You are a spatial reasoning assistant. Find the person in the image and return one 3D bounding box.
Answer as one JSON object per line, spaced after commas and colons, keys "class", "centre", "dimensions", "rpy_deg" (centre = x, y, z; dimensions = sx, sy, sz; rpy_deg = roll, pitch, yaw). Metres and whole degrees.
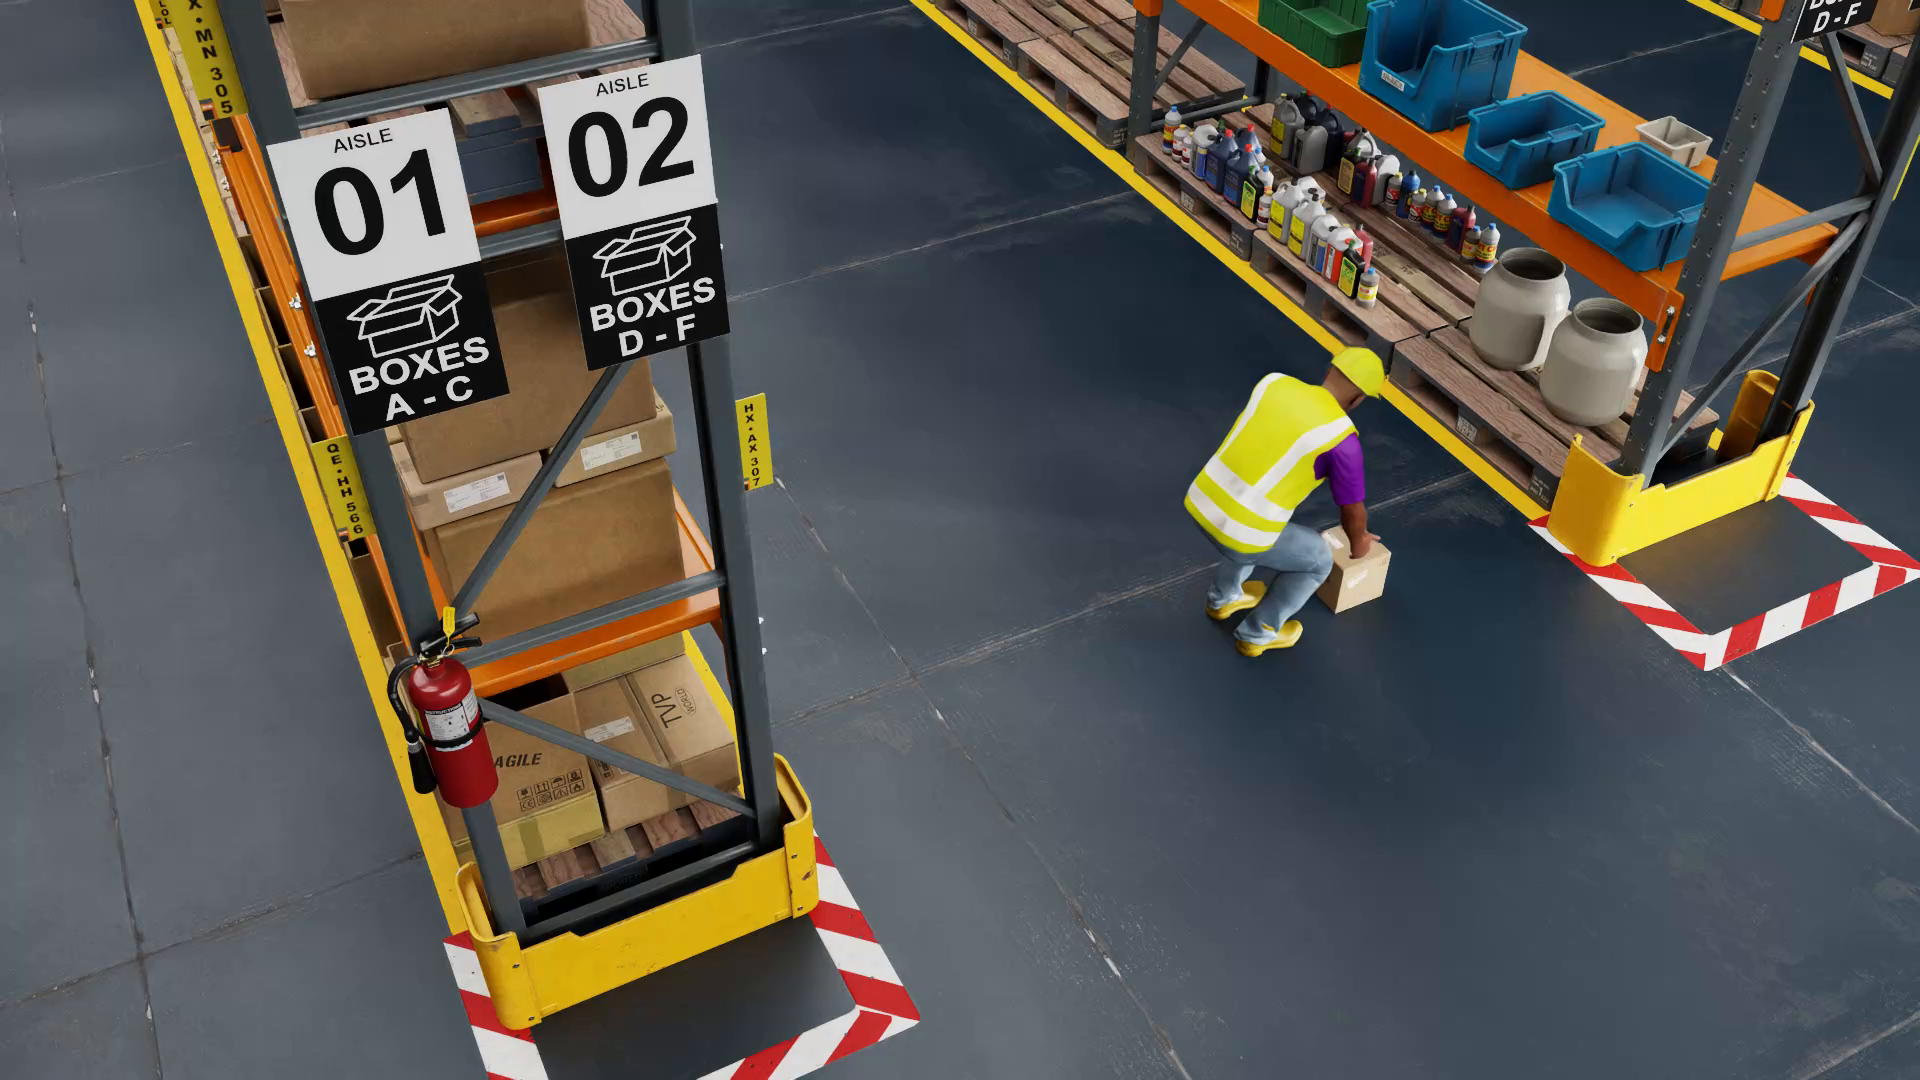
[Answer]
{"class": "person", "centre": [1.289, -0.169, 6.726], "dimensions": [0.828, 1.253, 0.625], "rpy_deg": [-19, 44, -20]}
